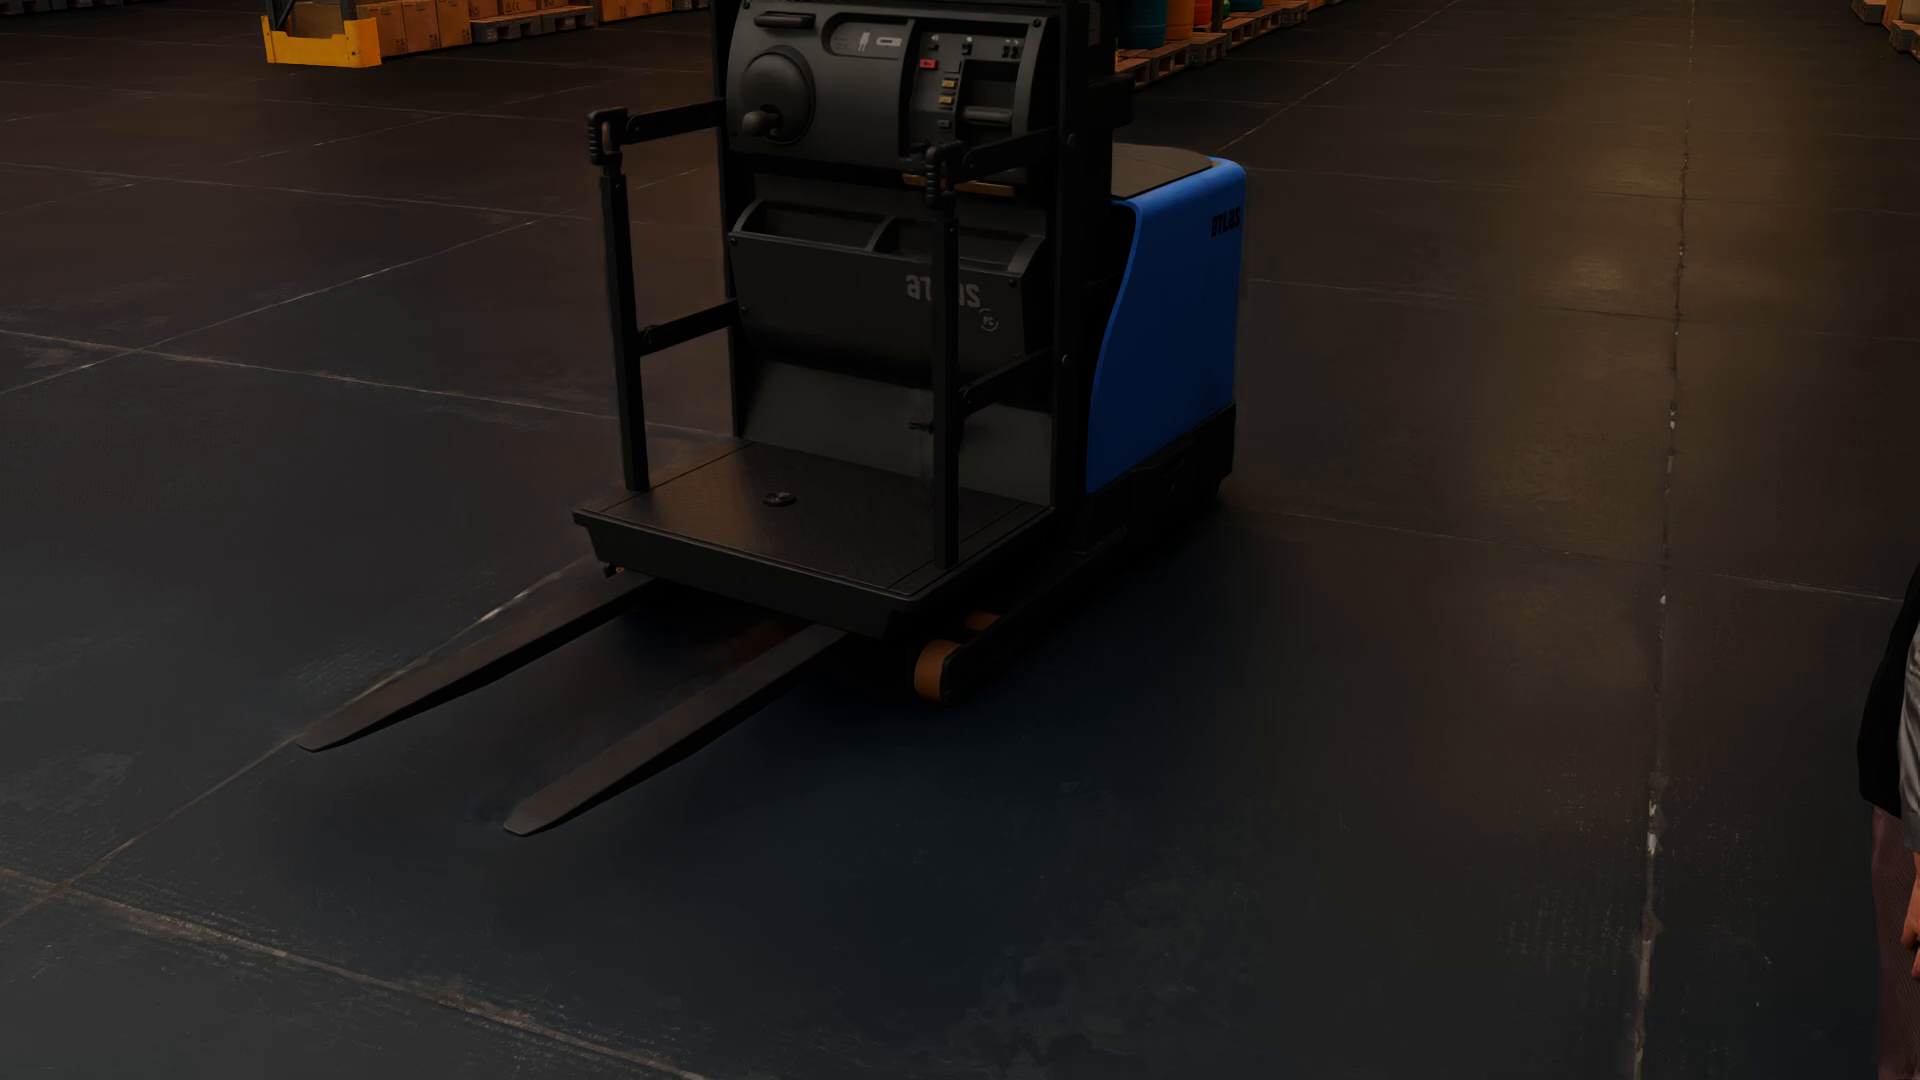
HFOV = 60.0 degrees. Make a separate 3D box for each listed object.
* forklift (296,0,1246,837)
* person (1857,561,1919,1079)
[{"bbox_3d":[-0.314,-1.147,4.036,1.130,2.935,3.031,14,26,29],"label":"forklift"},{"bbox_3d":[1.333,0.353,2.022,0.580,1.719,0.424,-10,25,-22],"label":"person"}]
